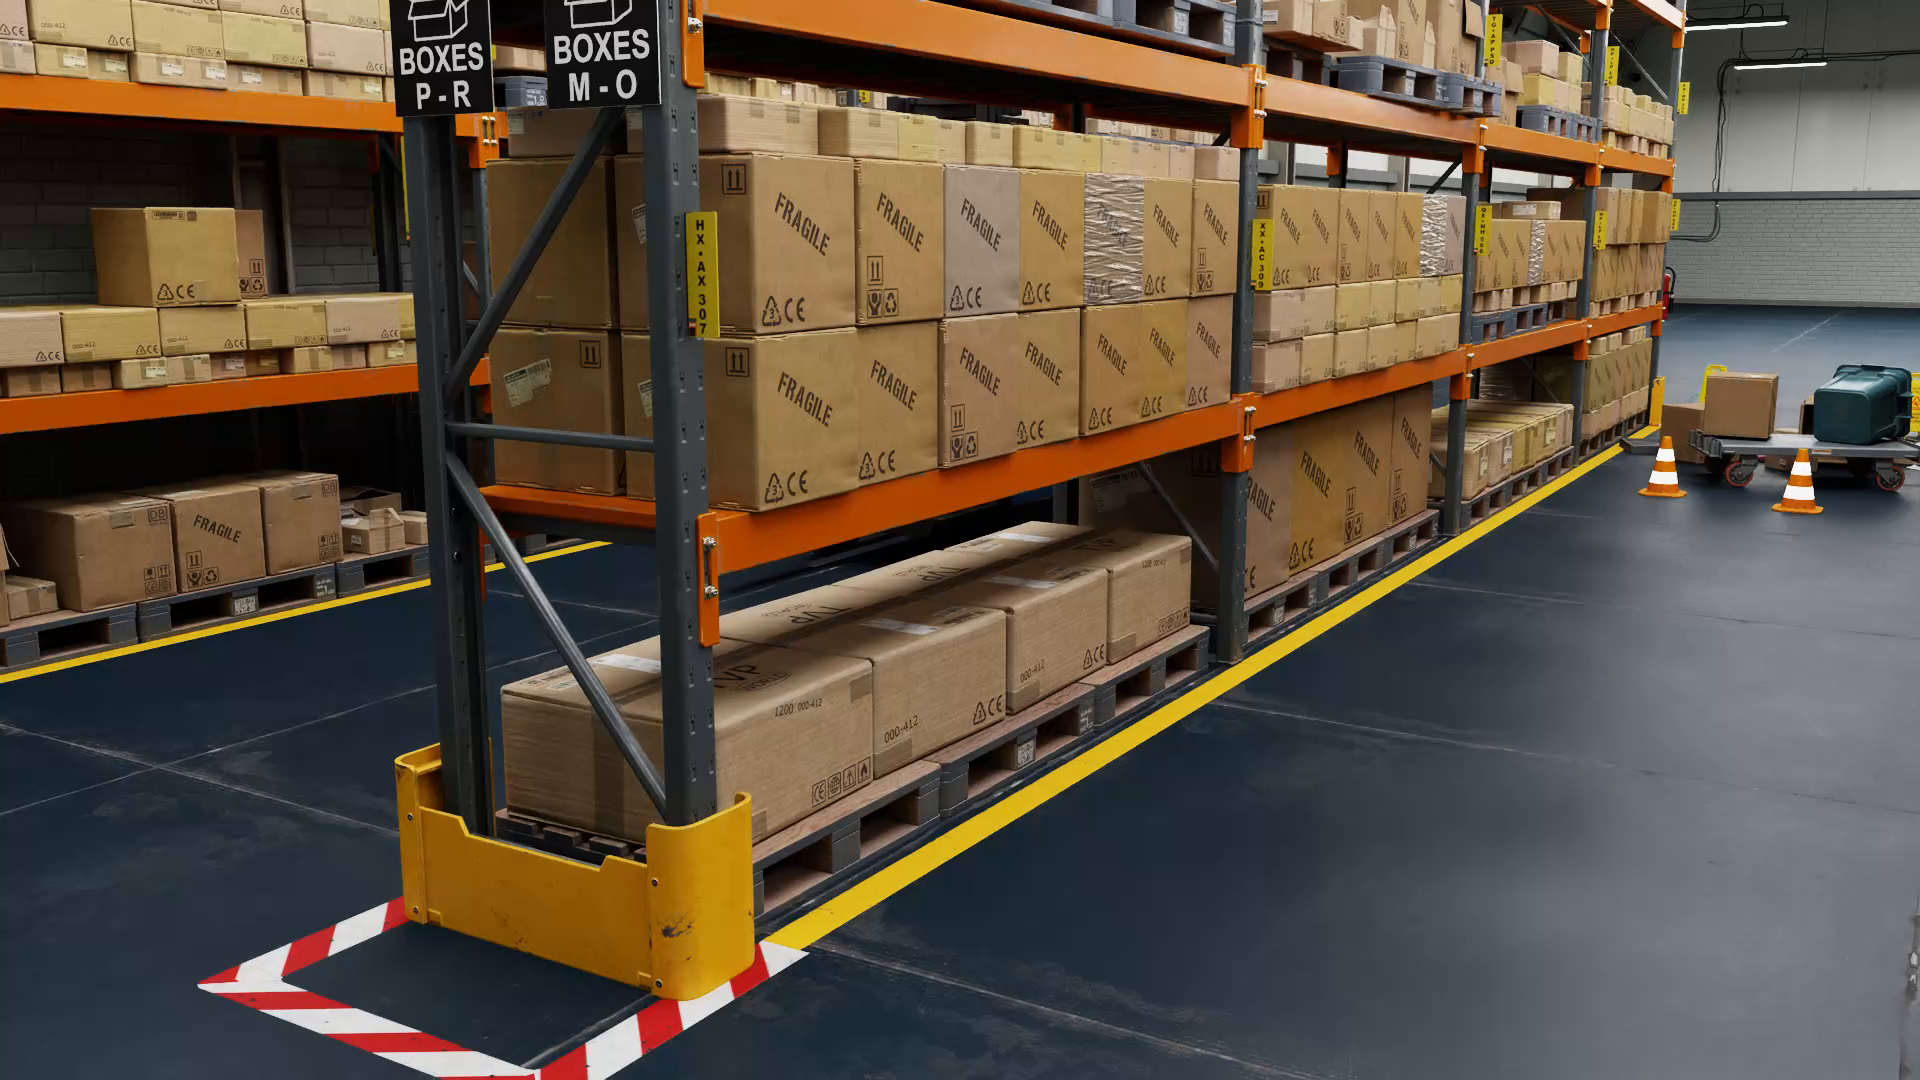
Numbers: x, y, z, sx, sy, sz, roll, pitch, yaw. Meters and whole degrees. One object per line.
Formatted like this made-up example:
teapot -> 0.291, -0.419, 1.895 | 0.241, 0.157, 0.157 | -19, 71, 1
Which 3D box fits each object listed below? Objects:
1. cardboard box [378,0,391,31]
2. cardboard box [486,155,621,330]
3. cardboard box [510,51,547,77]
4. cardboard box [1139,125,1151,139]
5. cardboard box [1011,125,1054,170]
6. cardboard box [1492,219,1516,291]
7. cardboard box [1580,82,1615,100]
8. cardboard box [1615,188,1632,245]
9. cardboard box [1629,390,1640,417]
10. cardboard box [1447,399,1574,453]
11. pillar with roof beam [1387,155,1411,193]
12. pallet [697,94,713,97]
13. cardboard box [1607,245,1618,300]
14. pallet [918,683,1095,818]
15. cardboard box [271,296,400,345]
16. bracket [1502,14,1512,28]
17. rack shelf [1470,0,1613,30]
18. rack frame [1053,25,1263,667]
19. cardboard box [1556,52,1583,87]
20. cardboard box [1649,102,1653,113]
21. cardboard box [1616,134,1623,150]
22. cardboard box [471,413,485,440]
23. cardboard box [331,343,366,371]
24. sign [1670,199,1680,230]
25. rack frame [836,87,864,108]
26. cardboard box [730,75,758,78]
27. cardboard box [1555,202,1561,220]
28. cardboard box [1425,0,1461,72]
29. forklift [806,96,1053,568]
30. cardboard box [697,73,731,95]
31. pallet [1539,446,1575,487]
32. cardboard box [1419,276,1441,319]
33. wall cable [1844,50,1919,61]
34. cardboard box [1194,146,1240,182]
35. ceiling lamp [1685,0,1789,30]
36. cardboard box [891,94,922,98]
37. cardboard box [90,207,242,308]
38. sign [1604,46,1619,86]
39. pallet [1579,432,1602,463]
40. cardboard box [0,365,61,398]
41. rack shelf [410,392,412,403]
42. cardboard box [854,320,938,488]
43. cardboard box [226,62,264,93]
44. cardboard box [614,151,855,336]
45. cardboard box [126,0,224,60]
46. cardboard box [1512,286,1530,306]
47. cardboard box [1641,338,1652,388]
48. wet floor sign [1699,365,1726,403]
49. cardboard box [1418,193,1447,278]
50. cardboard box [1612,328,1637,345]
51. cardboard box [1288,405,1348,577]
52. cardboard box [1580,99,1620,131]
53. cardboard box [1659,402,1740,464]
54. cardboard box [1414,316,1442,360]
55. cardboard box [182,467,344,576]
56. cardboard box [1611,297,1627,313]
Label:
cardboard box -> -3.371, -3.078, 9.750 | 0.500, 0.250, 0.500 | 6, 12, 31
cardboard box -> -1.100, -0.925, 5.167 | 0.500, 0.500, 0.500 | 7, 13, 33
cardboard box -> -2.655, -3.041, 10.579 | 0.380, 0.149, 0.250 | 7, 12, 31
cardboard box -> 1.869, -4.515, 18.133 | 0.396, 0.266, 0.258 | 6, 12, 29
cardboard box -> 0.115, -1.414, 6.019 | 0.380, 0.149, 0.250 | 6, 12, 29
cardboard box -> 3.702, -2.077, 12.089 | 0.500, 0.500, 0.500 | 7, 13, 34
cardboard box -> 5.526, -3.934, 14.595 | 0.380, 0.149, 0.250 | 6, 12, 30
cardboard box -> 5.781, -2.986, 15.371 | 0.700, 0.500, 0.500 | 6, 12, 31
cardboard box -> 6.695, -1.423, 17.150 | 0.500, 0.250, 0.500 | 6, 12, 31
cardboard box -> 4.813, -1.005, 14.584 | 0.950, 0.372, 0.625 | 7, 12, 31
pillar with roof beam -> 11.693, -7.677, 27.920 | 9.100, 9.000, 0.548 | 6, 12, 31
pallet -> -2.380, -3.029, 11.758 | 1.213, 0.211, 1.003 | 6, 12, 31
cardboard box -> 5.791, -2.492, 15.447 | 0.500, 0.500, 0.500 | 6, 12, 30
pallet -> -0.164, 0.761, 6.731 | 1.003, 0.211, 1.213 | 6, 12, 31
cardboard box -> -3.618, -1.277, 9.638 | 0.500, 0.250, 0.500 | 6, 12, 31
bracket -> 11.217, -10.702, 34.296 | 0.235, 0.232, 0.430 | 6, 12, 31
rack shelf -> 4.045, -4.257, 12.694 | 1.077, 0.370, 4.000 | 6, 12, 31
rack frame -> 0.930, -0.915, 8.102 | 1.000, 3.000, 0.127 | 6, 12, 31
cardboard box -> 4.891, -3.922, 13.924 | 0.500, 0.250, 0.500 | 7, 13, 32
cardboard box -> 6.777, -4.350, 16.814 | 0.380, 0.149, 0.250 | 6, 12, 31
cardboard box -> 5.985, -3.711, 15.571 | 0.380, 0.149, 0.250 | 6, 12, 29
cardboard box -> -3.370, -0.770, 11.220 | 0.380, 0.149, 0.250 | 6, 12, 28
cardboard box -> -3.654, -1.066, 9.591 | 0.380, 0.149, 0.250 | 7, 13, 32
sign -> 7.624, -3.470, 17.747 | 0.100, 0.325, 0.005 | 6, 12, 31
rack frame -> -1.238, -4.966, 13.440 | 1.000, 3.000, 0.127 | 6, 12, 31
cardboard box -> -1.708, -3.514, 12.349 | 0.380, 0.149, 0.250 | 6, 12, 29
cardboard box -> 4.690, -2.690, 13.599 | 0.380, 0.149, 0.250 | 6, 12, 29
cardboard box -> 2.655, -3.100, 10.210 | 0.700, 0.500, 0.500 | 6, 12, 28
forklift -> -0.325, -1.341, 10.568 | 1.130, 2.935, 3.031 | 6, 12, 30
cardboard box -> -1.906, -3.335, 12.205 | 0.380, 0.149, 0.250 | 7, 13, 32
pallet -> 4.680, -0.680, 14.425 | 1.003, 0.211, 1.213 | 6, 12, 31
cardboard box -> 2.709, -1.534, 10.461 | 0.500, 0.250, 0.500 | 6, 12, 29
wall cable -> 24.976, -13.894, 43.481 | 3.097, 2.526, 0.112 | 6, 12, 31
cardboard box -> 1.042, -1.695, 7.520 | 0.380, 0.149, 0.250 | 6, 12, 30
ceiling lamp -> 14.683, -11.294, 31.378 | 2.000, 3.185, 0.800 | 6, 12, 31
cardboard box -> -0.653, -3.887, 14.144 | 0.500, 0.500, 0.500 | 7, 12, 31
cardboard box -> -4.147, -1.482, 8.693 | 0.500, 0.500, 0.500 | 7, 13, 32
sign -> 5.559, -4.042, 14.183 | 0.100, 0.325, 0.005 | 6, 12, 31
pallet -> 5.402, -0.911, 15.662 | 1.003, 0.211, 1.213 | 6, 12, 31
cardboard box -> -4.603, -0.784, 8.088 | 0.380, 0.149, 0.250 | 7, 13, 32
rack shelf -> -2.276, -1.349, 12.378 | 1.077, 0.370, 4.000 | 6, 12, 31
cardboard box -> -0.413, -0.465, 5.429 | 0.500, 0.500, 0.500 | 6, 12, 30
cardboard box -> -3.946, -2.457, 8.873 | 0.380, 0.149, 0.250 | 7, 12, 31
cardboard box -> -0.654, -0.874, 4.899 | 0.500, 0.500, 0.500 | 6, 12, 29
cardboard box -> -4.156, -2.594, 8.523 | 0.500, 0.250, 0.500 | 6, 12, 30
cardboard box -> 4.215, -1.909, 12.958 | 0.380, 0.149, 0.250 | 7, 13, 32
cardboard box -> 6.967, -1.874, 17.522 | 0.500, 0.500, 0.500 | 6, 12, 31
wet floor sign -> 8.173, -1.572, 18.013 | 0.232, 0.644, 0.267 | -8, 13, -38
cardboard box -> 2.702, -1.896, 10.358 | 0.500, 0.500, 0.500 | 7, 12, 32
cardboard box -> 6.562, -2.049, 16.690 | 0.380, 0.149, 0.250 | 7, 13, 33
cardboard box -> 1.646, -0.325, 9.584 | 0.875, 0.875, 0.875 | 7, 13, 32
cardboard box -> 5.546, -3.763, 14.763 | 0.500, 0.250, 0.500 | 6, 12, 29
cardboard box -> 6.802, -0.984, 15.258 | 0.500, 0.500, 0.500 | -4, 11, -18
cardboard box -> 2.714, -1.284, 10.482 | 0.500, 0.250, 0.500 | 7, 12, 32
cardboard box -> -3.977, -0.118, 9.499 | 0.700, 0.500, 0.500 | 6, 12, 29
cardboard box -> 6.193, -2.268, 16.017 | 0.380, 0.149, 0.250 | 6, 12, 31
